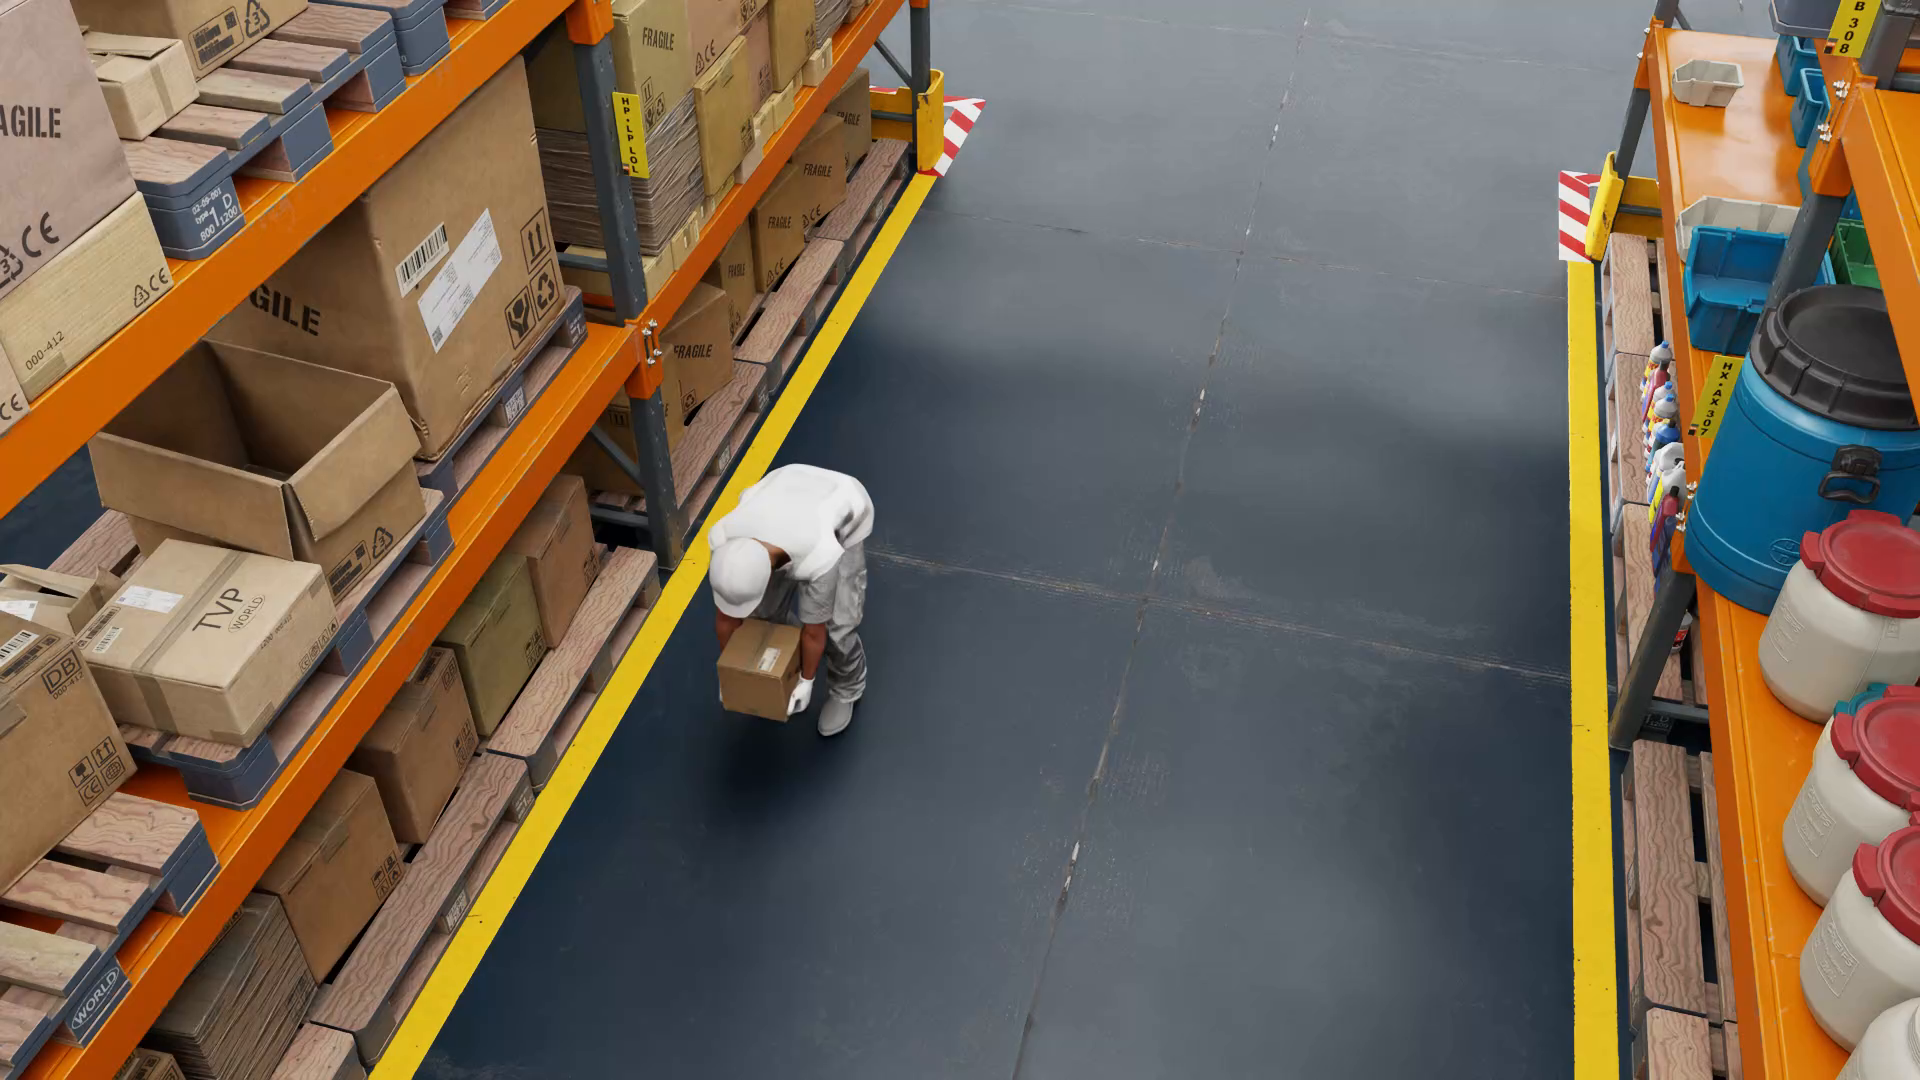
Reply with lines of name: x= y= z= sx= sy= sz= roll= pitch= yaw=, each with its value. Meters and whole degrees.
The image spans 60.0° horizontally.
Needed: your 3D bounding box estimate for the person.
person: x=-0.628 y=0.276 z=6.216 sx=0.513 sy=1.264 sz=0.946 roll=13 pitch=42 yaw=15
